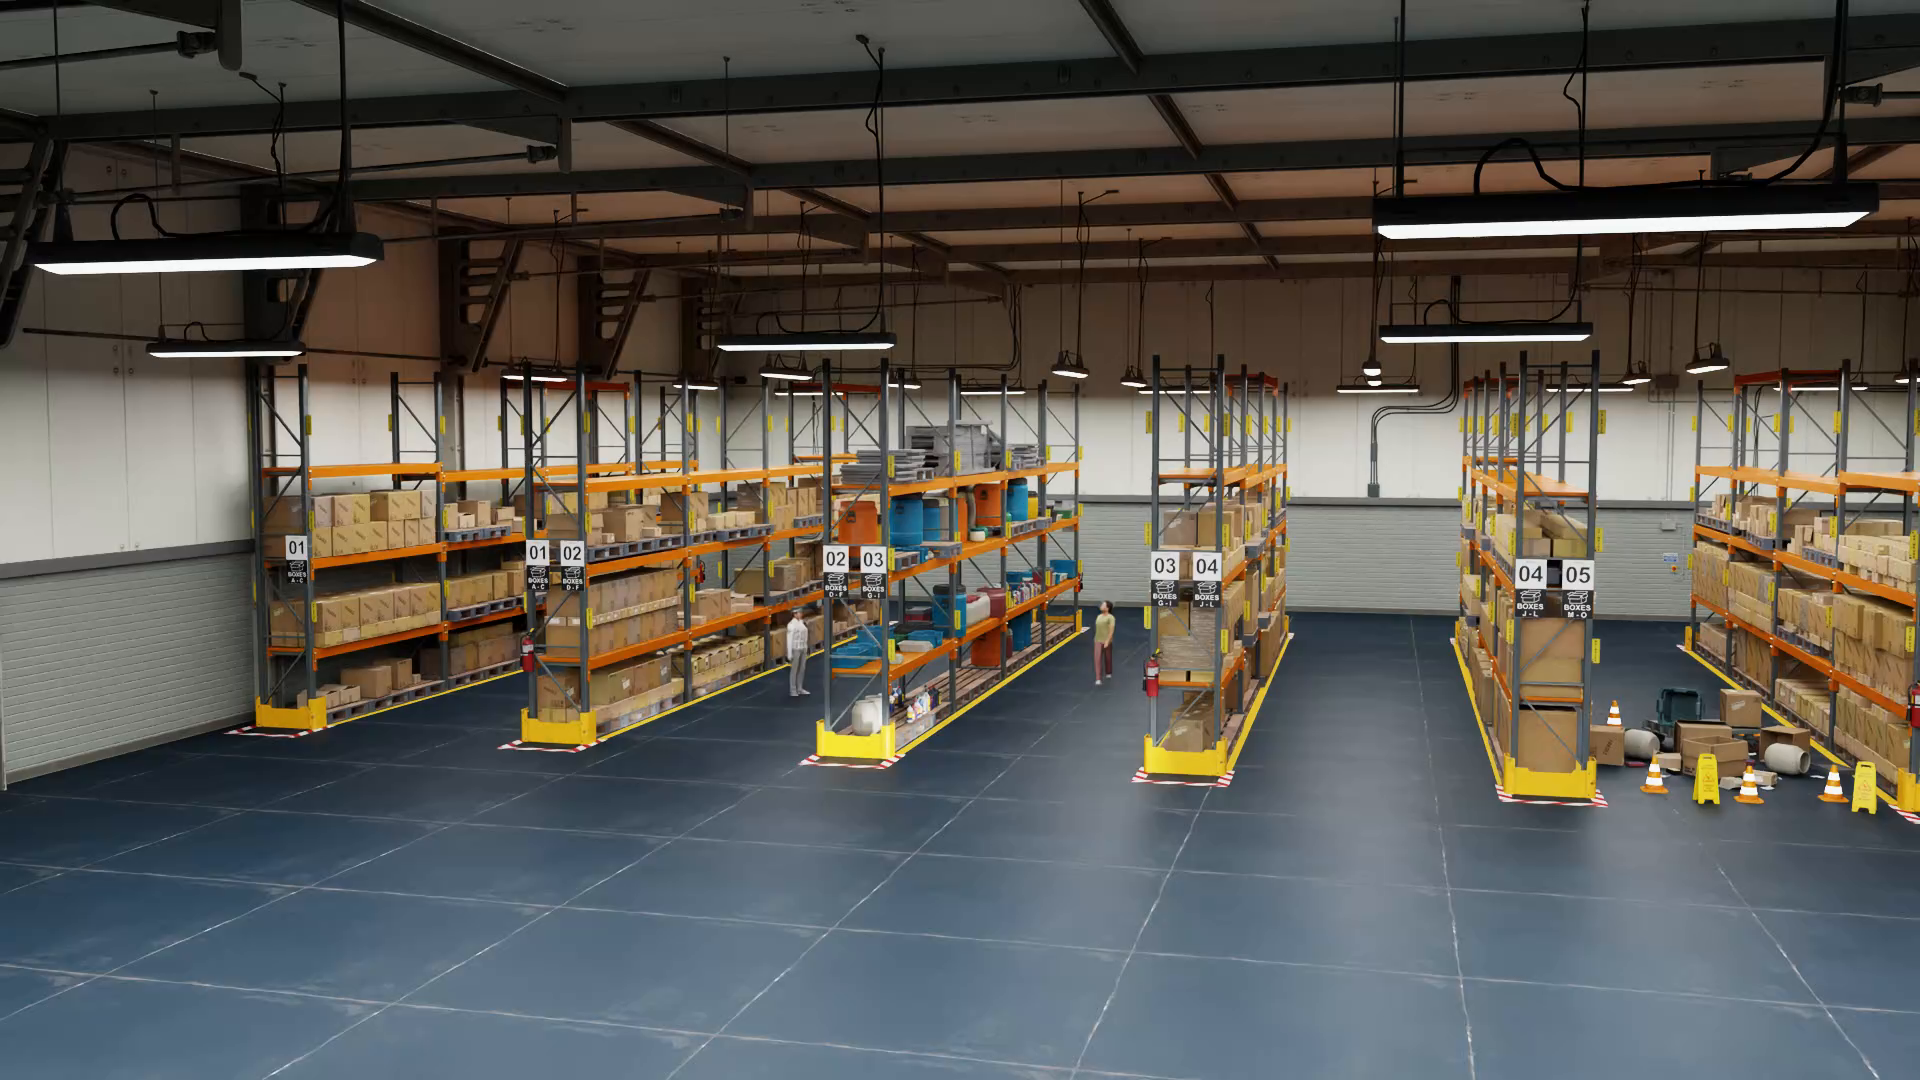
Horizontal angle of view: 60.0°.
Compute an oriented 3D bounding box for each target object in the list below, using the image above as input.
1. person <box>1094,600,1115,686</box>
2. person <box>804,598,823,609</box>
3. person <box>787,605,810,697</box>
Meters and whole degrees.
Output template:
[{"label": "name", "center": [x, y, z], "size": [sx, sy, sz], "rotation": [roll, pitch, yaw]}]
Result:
[{"label": "person", "center": [2.785, 1.971, 32.088], "size": [0.422, 1.612, 1.064], "rotation": [1, 4, 10]}, {"label": "person", "center": [-3.921, 1.055, 45.244], "size": [0.520, 1.641, 0.542], "rotation": [-3, 5, -41]}, {"label": "person", "center": [-2.982, 2.034, 30.671], "size": [0.326, 1.696, 0.581], "rotation": [2, 5, 32]}]
